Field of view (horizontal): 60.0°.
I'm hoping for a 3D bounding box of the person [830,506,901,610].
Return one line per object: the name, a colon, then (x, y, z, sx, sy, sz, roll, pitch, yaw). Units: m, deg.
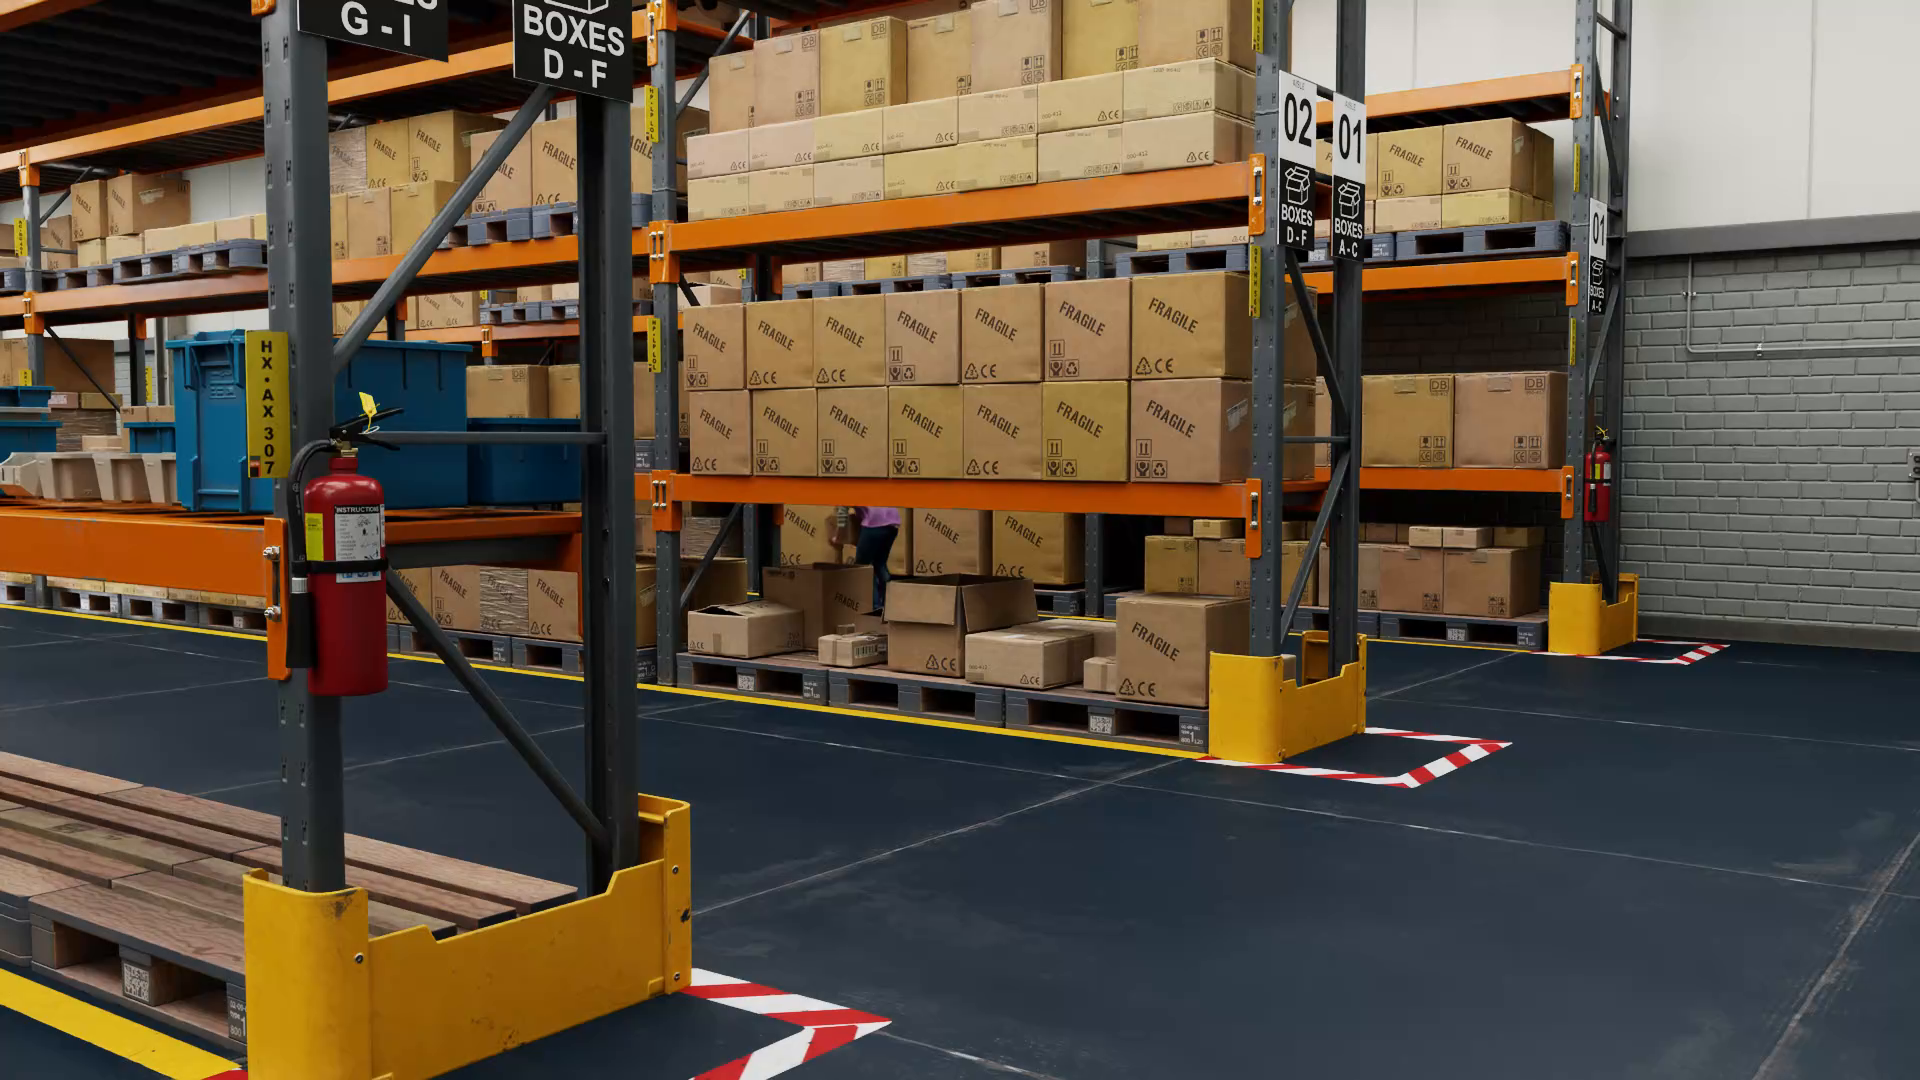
person: (-0.798, -0.039, 13.891, 0.646, 1.444, 0.380, 2, 4, 35)
